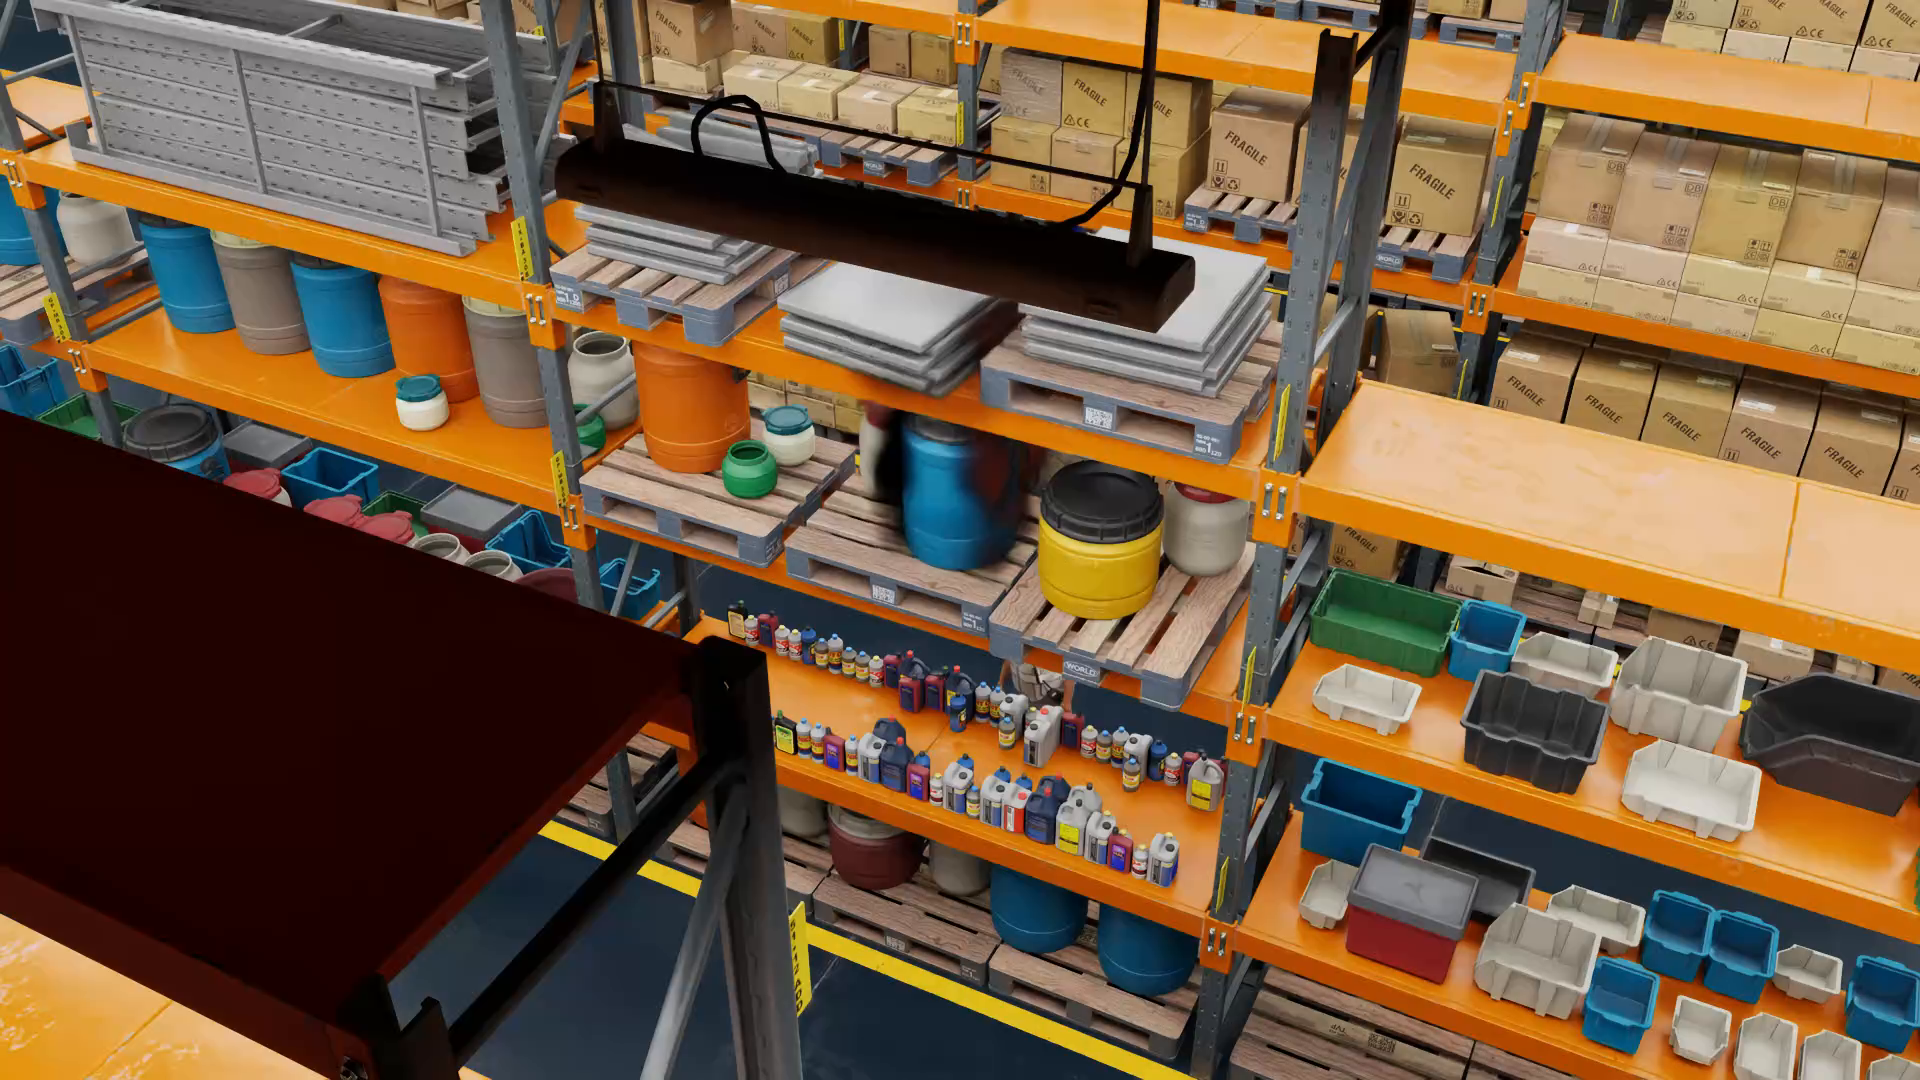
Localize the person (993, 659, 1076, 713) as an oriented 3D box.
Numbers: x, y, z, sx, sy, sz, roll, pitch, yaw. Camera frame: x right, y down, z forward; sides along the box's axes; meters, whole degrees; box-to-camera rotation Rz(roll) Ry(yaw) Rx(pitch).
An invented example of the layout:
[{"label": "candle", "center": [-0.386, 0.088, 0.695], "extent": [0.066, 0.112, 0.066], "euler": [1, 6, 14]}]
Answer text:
[{"label": "person", "center": [0.517, 1.019, 10.990], "extent": [0.600, 1.640, 0.681], "euler": [-18, 39, -24]}]

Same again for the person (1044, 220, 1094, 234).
[{"label": "person", "center": [1.086, -2.896, 16.587], "extent": [0.560, 1.674, 0.633], "euler": [-29, 44, -35]}]
